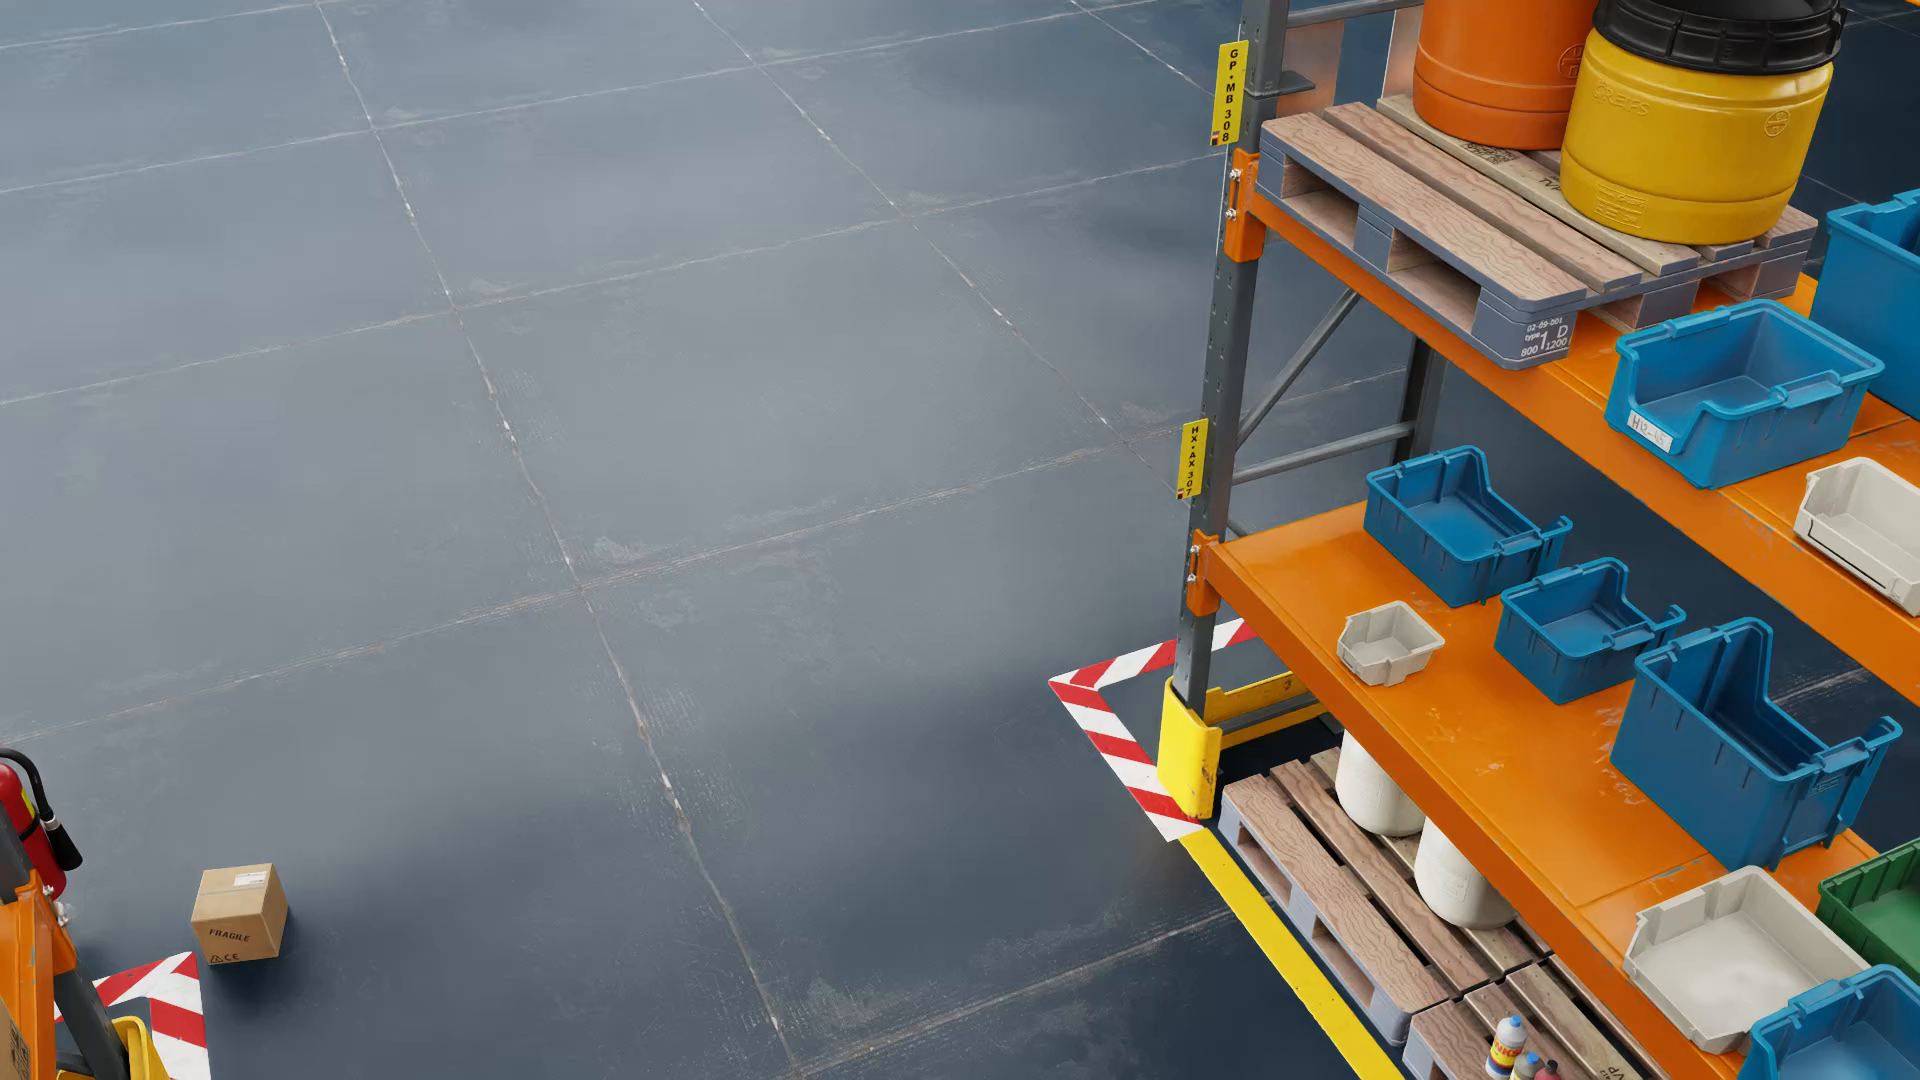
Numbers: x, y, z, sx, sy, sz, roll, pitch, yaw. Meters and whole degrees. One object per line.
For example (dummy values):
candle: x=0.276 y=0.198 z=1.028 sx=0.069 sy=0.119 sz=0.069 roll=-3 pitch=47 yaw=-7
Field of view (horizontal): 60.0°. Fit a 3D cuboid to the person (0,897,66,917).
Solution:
person: x=-3.822 y=0.900 z=5.674 sx=0.975 sy=1.685 sz=0.587 roll=-13 pitch=39 yaw=-16
